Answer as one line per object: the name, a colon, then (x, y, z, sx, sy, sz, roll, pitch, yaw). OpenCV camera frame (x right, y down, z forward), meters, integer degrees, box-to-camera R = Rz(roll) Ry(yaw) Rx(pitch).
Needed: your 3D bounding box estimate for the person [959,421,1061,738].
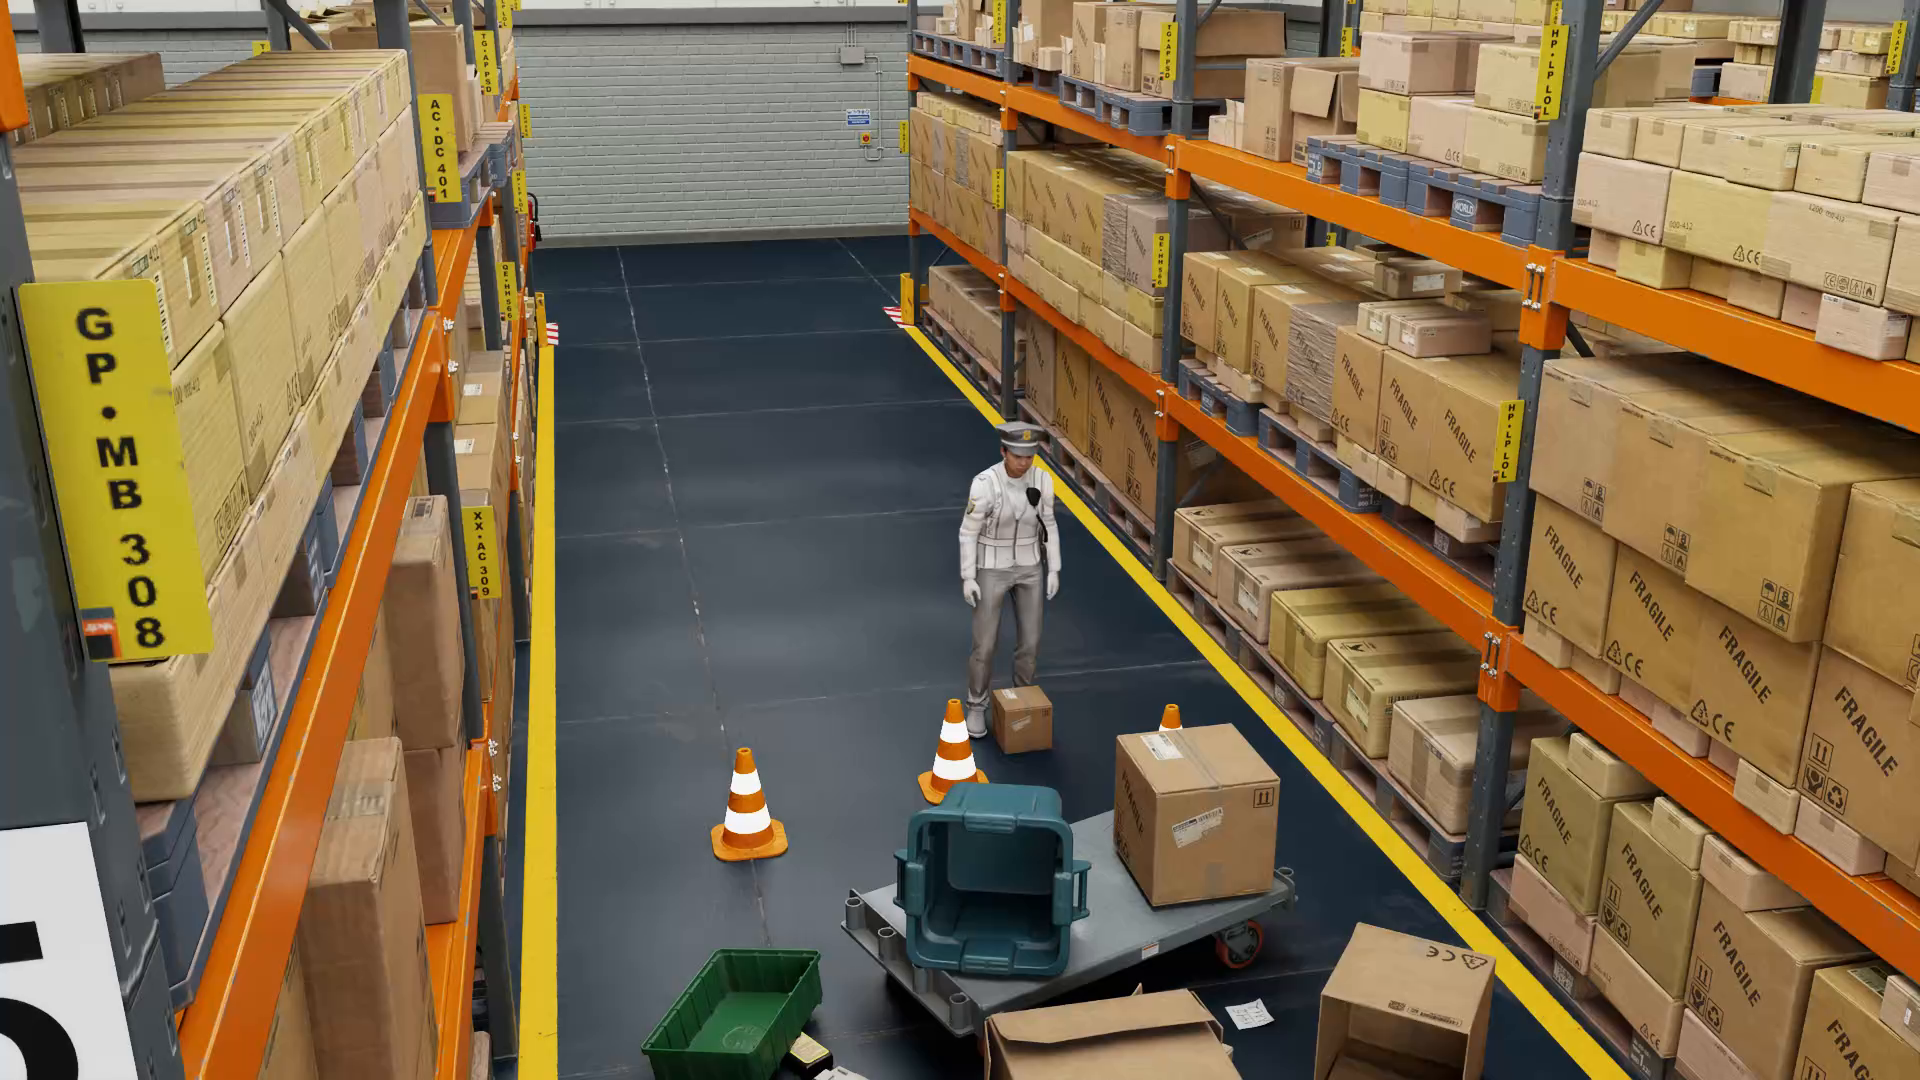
person: (0.262, 0.184, 8.553, 0.538, 1.663, 0.378, -5, 20, -14)
